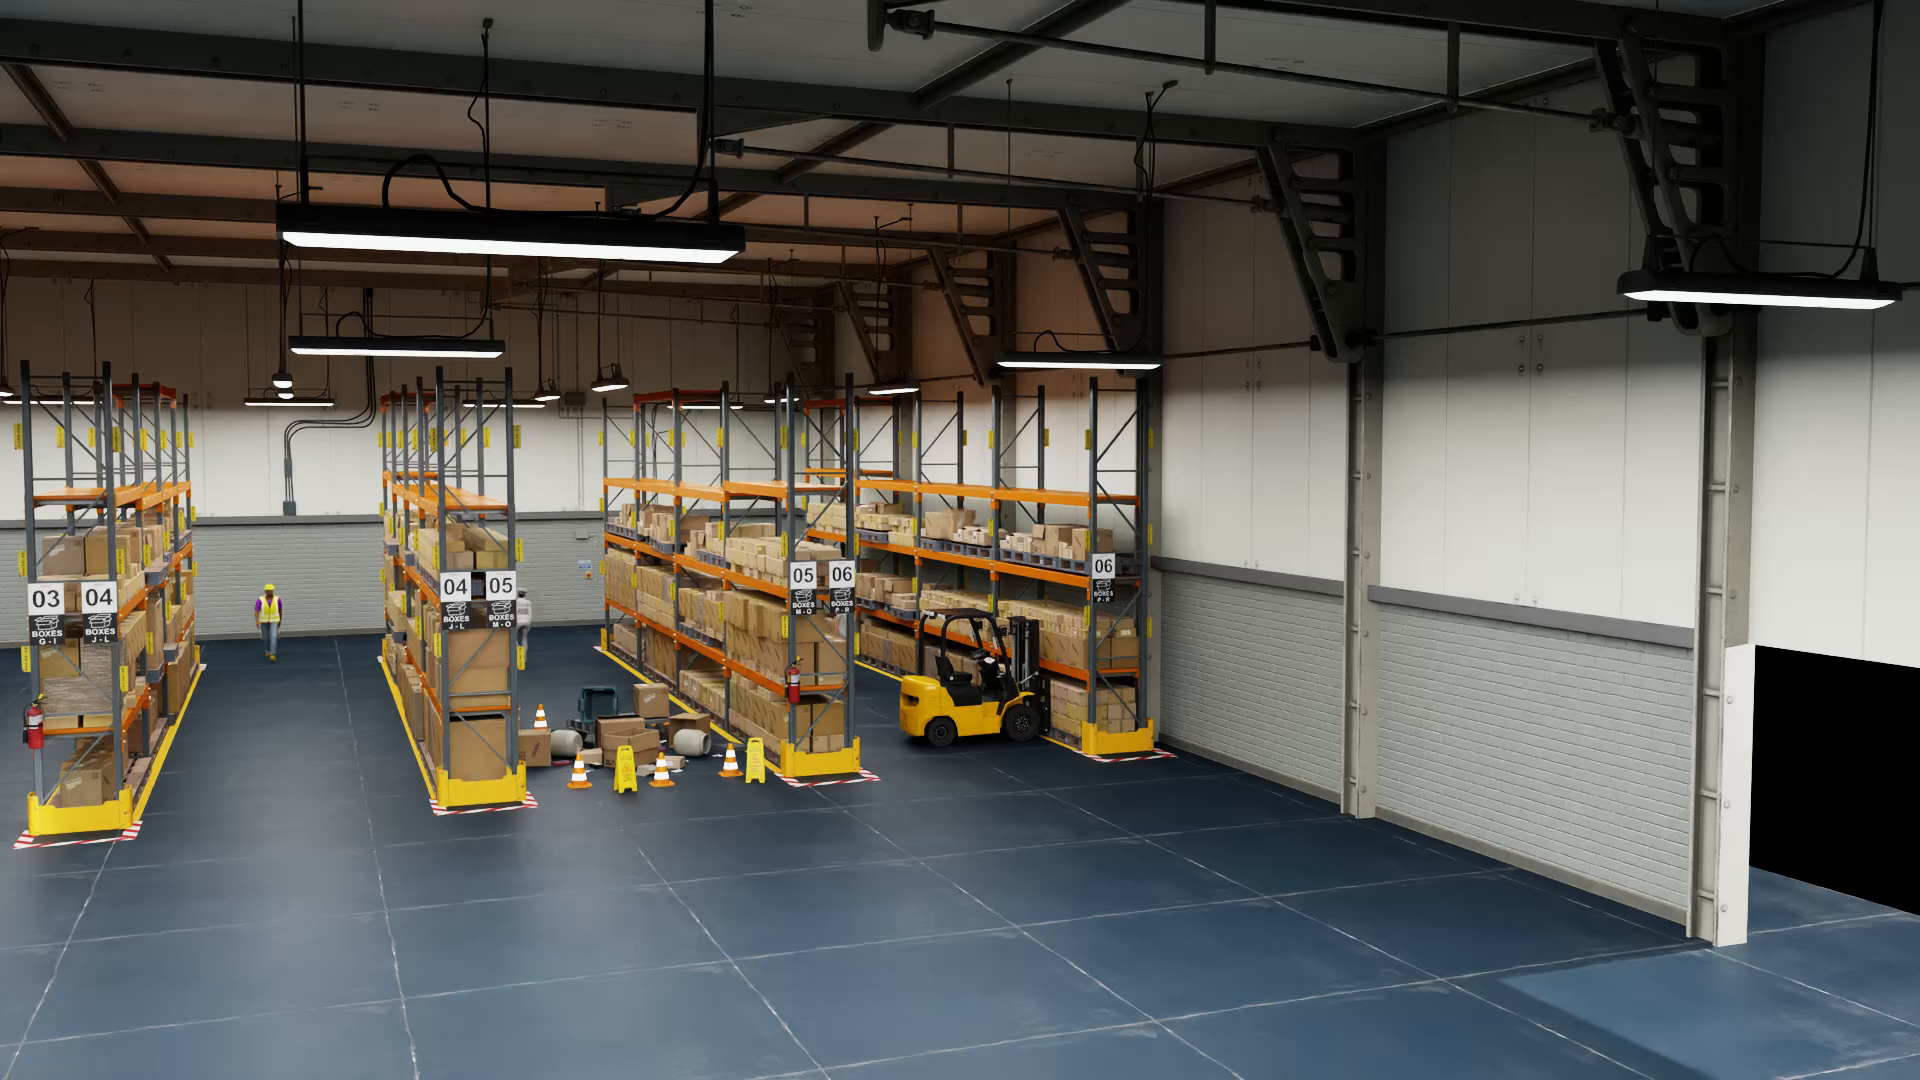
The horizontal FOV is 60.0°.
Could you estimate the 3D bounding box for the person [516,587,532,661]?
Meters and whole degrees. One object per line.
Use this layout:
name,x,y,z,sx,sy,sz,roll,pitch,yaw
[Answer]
person,-9.887,1.900,37.470,0.505,1.673,0.424,-2,4,-35

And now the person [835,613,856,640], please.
person,-2.381,1.932,34.391,0.496,1.619,0.546,-2,4,-24

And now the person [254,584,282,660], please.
person,-15.707,1.857,37.756,0.563,1.704,1.077,-1,4,-19
